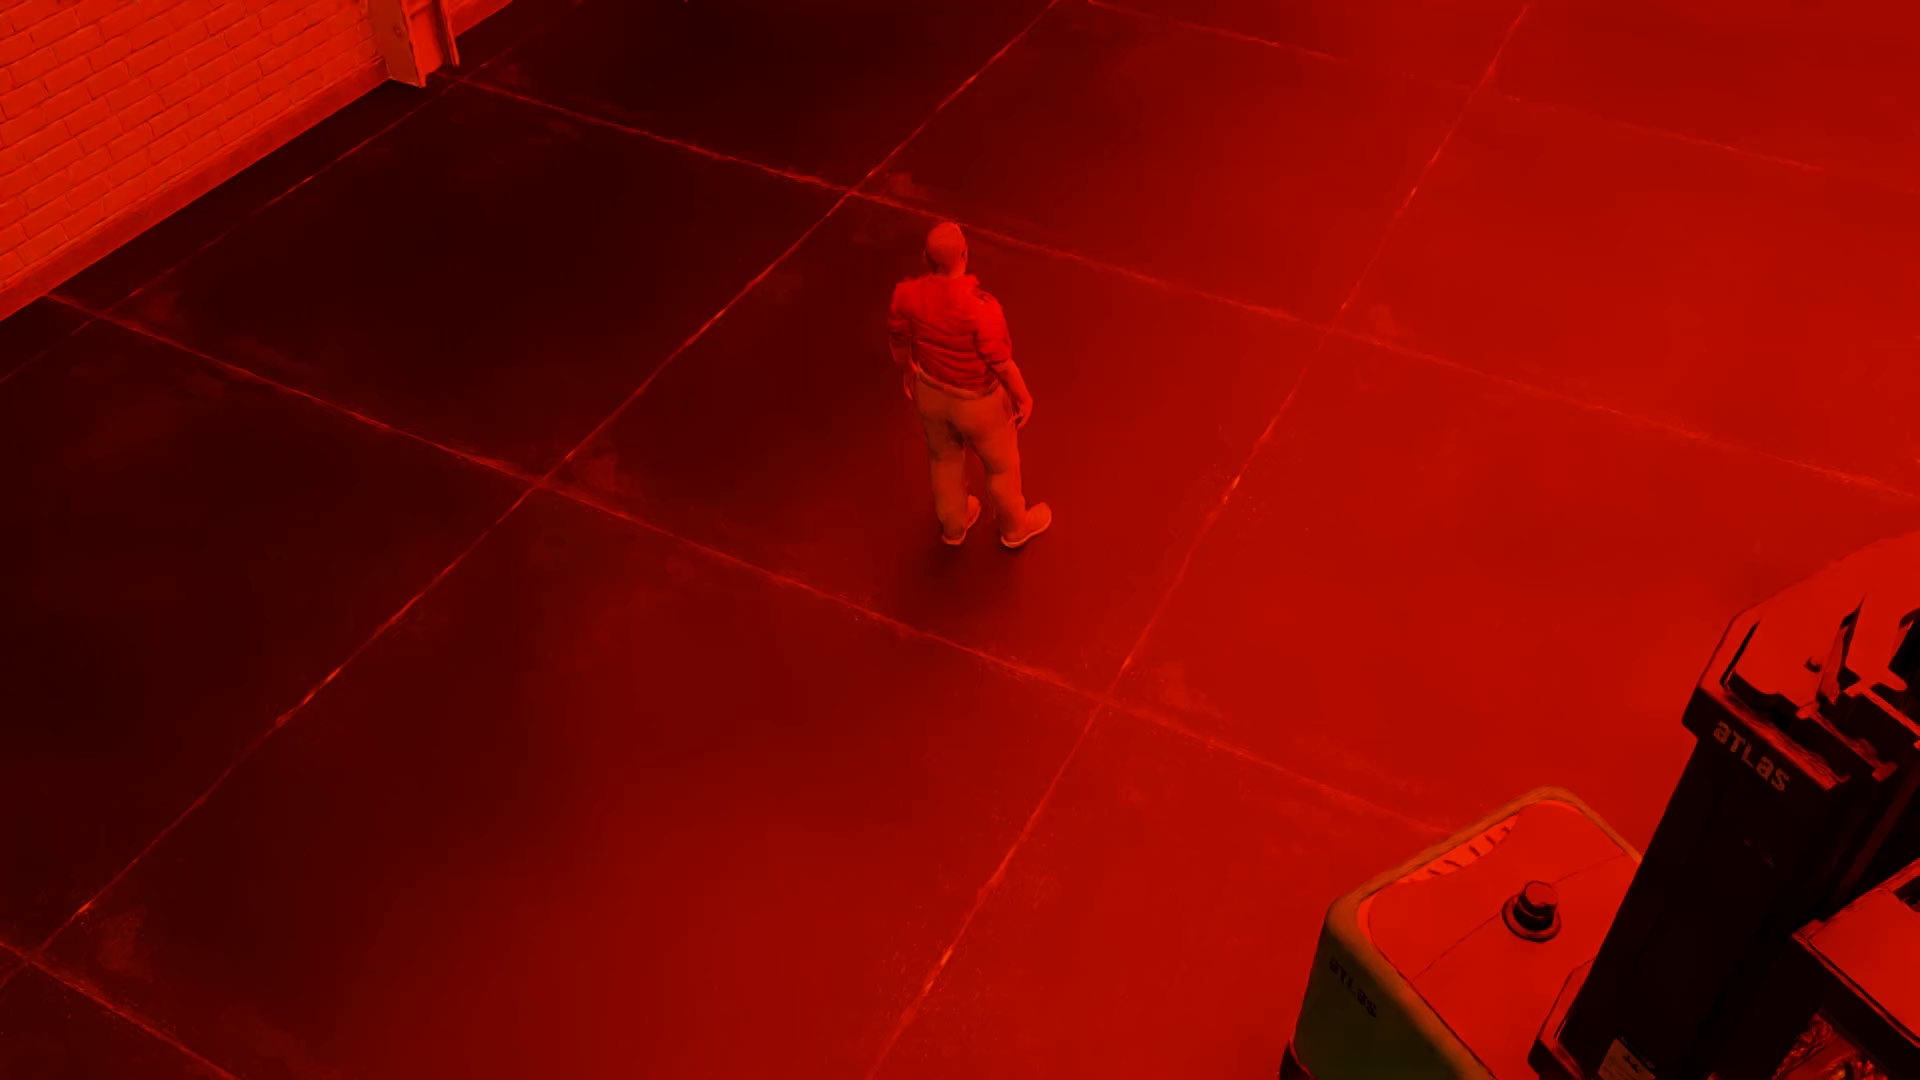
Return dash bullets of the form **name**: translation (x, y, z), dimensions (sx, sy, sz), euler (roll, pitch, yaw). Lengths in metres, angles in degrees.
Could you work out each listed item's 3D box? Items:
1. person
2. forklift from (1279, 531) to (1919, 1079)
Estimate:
- **person**: translation (0.052, -0.685, 7.247), dimensions (0.640, 1.726, 0.550), euler (20, 47, 20)
- **forklift**: translation (2.284, 1.525, 4.035), dimensions (1.130, 2.935, 3.031), euler (-22, 48, -22)
